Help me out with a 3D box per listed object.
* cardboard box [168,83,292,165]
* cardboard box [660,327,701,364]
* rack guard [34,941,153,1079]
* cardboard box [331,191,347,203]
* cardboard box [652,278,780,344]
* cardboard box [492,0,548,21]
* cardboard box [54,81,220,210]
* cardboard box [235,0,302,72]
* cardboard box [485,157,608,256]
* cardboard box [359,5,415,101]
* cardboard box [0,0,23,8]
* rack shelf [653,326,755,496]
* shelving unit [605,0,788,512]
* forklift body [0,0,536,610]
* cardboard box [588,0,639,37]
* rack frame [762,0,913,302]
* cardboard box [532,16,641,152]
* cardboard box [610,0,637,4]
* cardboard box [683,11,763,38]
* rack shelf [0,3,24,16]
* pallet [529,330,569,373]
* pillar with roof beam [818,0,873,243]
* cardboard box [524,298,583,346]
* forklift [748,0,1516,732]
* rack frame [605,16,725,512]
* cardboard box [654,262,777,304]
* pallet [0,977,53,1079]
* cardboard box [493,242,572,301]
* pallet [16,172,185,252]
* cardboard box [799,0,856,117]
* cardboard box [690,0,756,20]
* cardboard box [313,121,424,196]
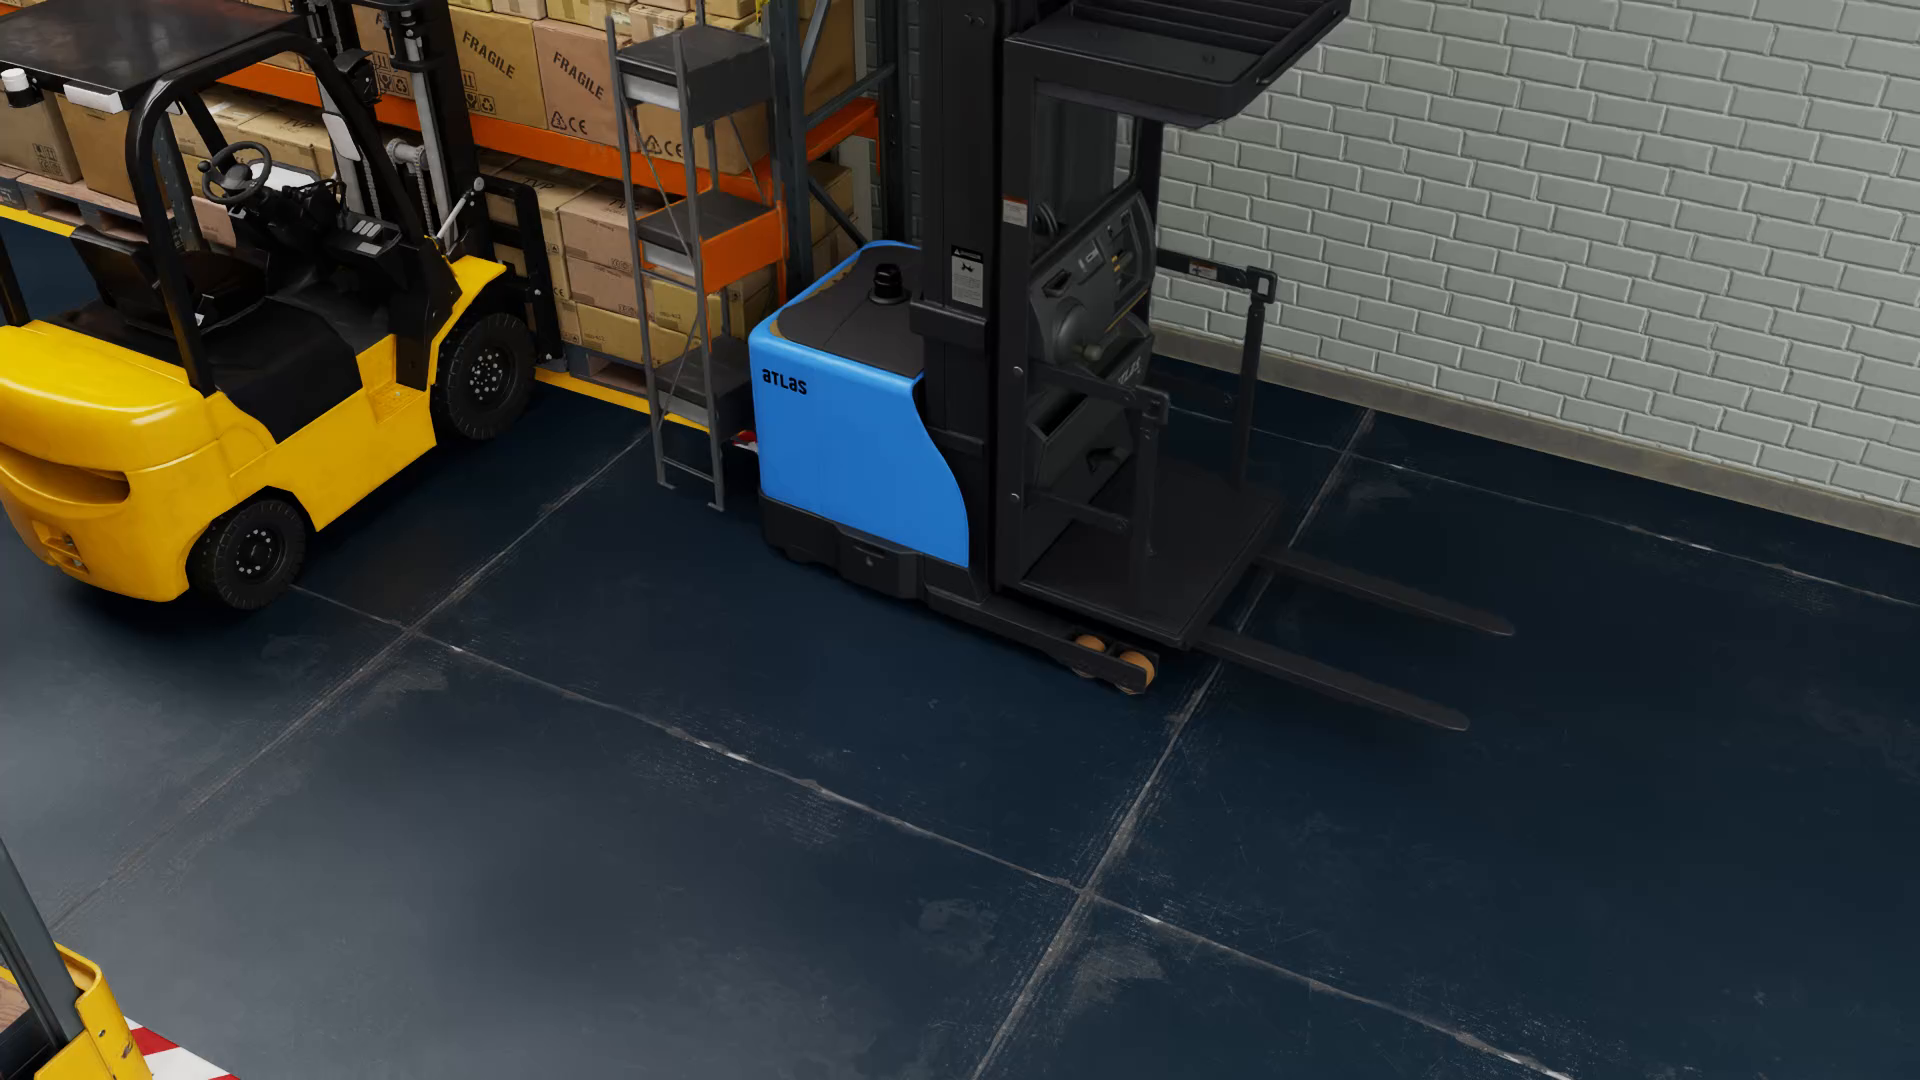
[{"bbox_3d":[-3.781,-2.209,8.779,0.500,0.250,0.500,17,40,21],"label":"cardboard box"},{"bbox_3d":[-1.077,-0.963,7.964,0.500,0.250,0.500,18,41,22],"label":"cardboard box"},{"bbox_3d":[-2.861,1.711,4.583,0.348,0.500,1.175,17,41,21],"label":"rack guard"},{"bbox_3d":[-2.889,-1.728,8.559,0.500,0.250,0.500,17,40,21],"label":"cardboard box"},{"bbox_3d":[-1.090,-1.168,7.822,0.500,0.250,0.500,17,40,21],"label":"cardboard box"},{"bbox_3d":[-1.867,-2.458,7.388,0.250,0.149,0.380,16,40,20],"label":"cardboard box"},{"bbox_3d":[-4.534,-2.402,9.551,0.625,0.625,0.875,19,41,23],"label":"cardboard box"},{"bbox_3d":[-3.322,-2.682,8.220,0.500,0.500,0.500,18,41,22],"label":"cardboard box"},{"bbox_3d":[-1.975,-1.634,8.022,0.500,0.250,0.500,18,41,22],"label":"cardboard box"},{"bbox_3d":[-2.435,-2.391,7.836,0.500,0.500,0.500,18,41,22],"label":"cardboard box"},{"bbox_3d":[-5.083,-3.119,9.002,0.500,0.250,0.500,17,40,21],"label":"cardboard box"},{"bbox_3d":[-1.057,-0.581,7.423,0.431,0.518,0.480,23,40,30],"label":"rack shelf"},{"bbox_3d":[-1.056,-1.176,7.029,0.431,2.100,0.503,23,40,30],"label":"shelving unit"},{"bbox_3d":[-3.037,-1.139,6.972,1.214,2.155,2.313,17,41,21],"label":"forklift body"},{"bbox_3d":[-1.394,-2.334,7.225,0.250,0.149,0.380,18,41,22],"label":"cardboard box"},{"bbox_3d":[-0.514,-1.930,7.311,0.127,3.000,1.000,17,41,21],"label":"rack frame"},{"bbox_3d":[-1.528,-2.115,7.472,0.500,0.500,0.500,19,41,23],"label":"cardboard box"},{"bbox_3d":[-1.407,-2.443,7.122,0.250,0.149,0.380,18,41,22],"label":"cardboard box"},{"bbox_3d":[-0.951,-2.174,7.014,0.250,0.149,0.380,18,41,22],"label":"cardboard box"},{"bbox_3d":[-5.842,-3.311,9.727,4.000,0.370,1.077,17,41,21],"label":"rack shelf"},{"bbox_3d":[-2.292,-1.349,8.853,1.213,0.211,1.003,17,41,21],"label":"pallet"},{"bbox_3d":[-2.698,-2.685,3.345,0.400,9.000,9.100,17,41,21],"label":"pillar with roof beam"},{"bbox_3d":[-1.954,-1.250,8.343,0.500,0.250,0.500,18,41,22],"label":"cardboard box"},{"bbox_3d":[0.676,-0.937,6.061,3.031,2.935,1.130,19,41,24],"label":"forklift"},{"bbox_3d":[-1.202,-1.069,6.866,0.400,2.100,0.015,23,40,30],"label":"rack frame"},{"bbox_3d":[-1.066,-1.361,7.661,0.500,0.250,0.500,19,41,23],"label":"cardboard box"},{"bbox_3d":[-3.566,1.581,4.993,1.213,0.211,1.003,17,41,21],"label":"pallet"},{"bbox_3d":[-1.999,-1.446,8.187,0.500,0.250,0.500,16,40,20],"label":"cardboard box"},{"bbox_3d":[-4.738,-2.115,9.862,1.213,0.211,1.003,17,41,21],"label":"pallet"},{"bbox_3d":[-0.826,-2.256,7.659,0.500,0.500,0.500,19,41,23],"label":"cardboard box"},{"bbox_3d":[-0.929,-2.333,6.977,0.250,0.149,0.380,17,41,22],"label":"cardboard box"},{"bbox_3d":[-2.884,-1.929,8.411,0.500,0.250,0.500,19,41,23],"label":"cardboard box"}]
